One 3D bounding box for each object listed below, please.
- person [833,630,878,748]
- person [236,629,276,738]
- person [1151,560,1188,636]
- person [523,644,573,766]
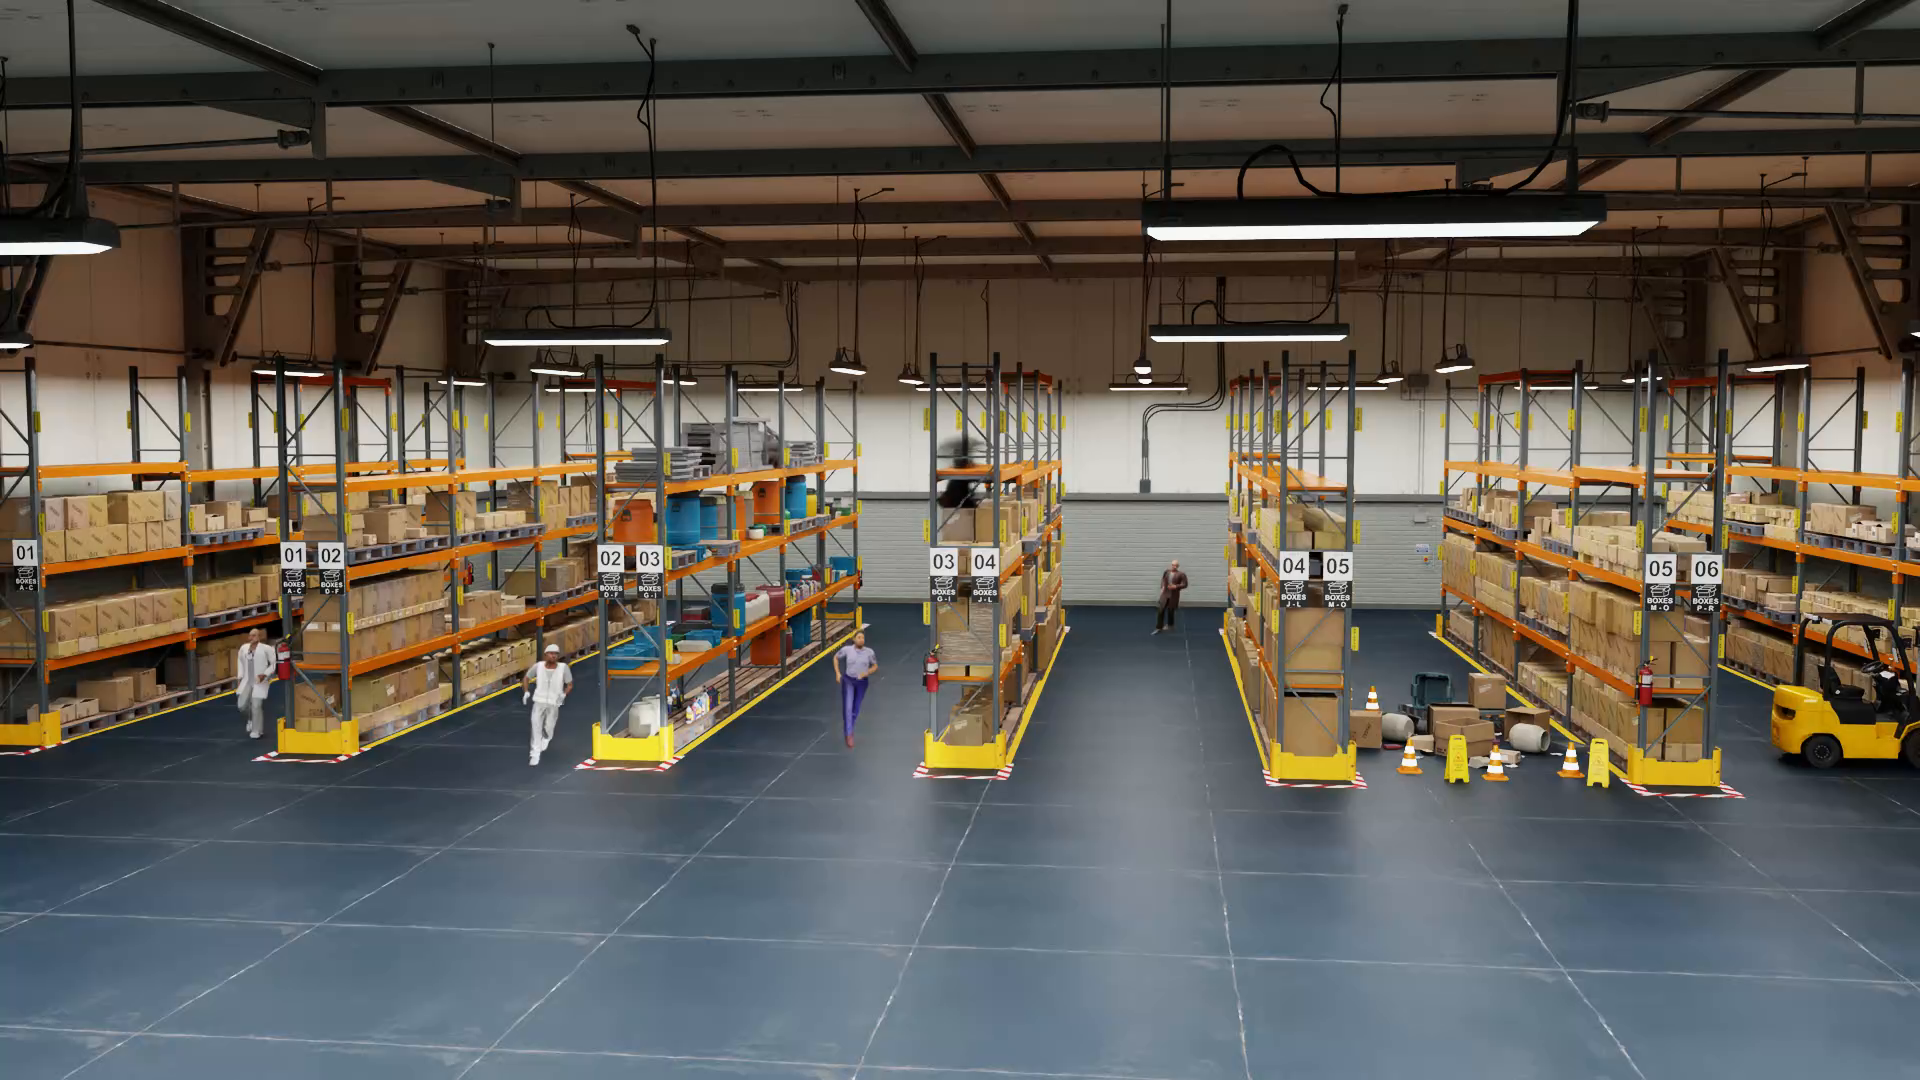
[{"bbox_3d":[-1.538,2.182,24.647,0.641,1.673,0.867,-1,4,-15],"label":"person"},{"bbox_3d":[-11.192,2.271,26.446,0.718,1.736,0.614,0,4,2],"label":"person"},{"bbox_3d":[5.030,1.357,39.306,0.765,1.778,0.954,2,4,25],"label":"person"},{"bbox_3d":[-6.099,2.407,24.630,0.725,1.741,0.776,-1,4,-11],"label":"person"}]
